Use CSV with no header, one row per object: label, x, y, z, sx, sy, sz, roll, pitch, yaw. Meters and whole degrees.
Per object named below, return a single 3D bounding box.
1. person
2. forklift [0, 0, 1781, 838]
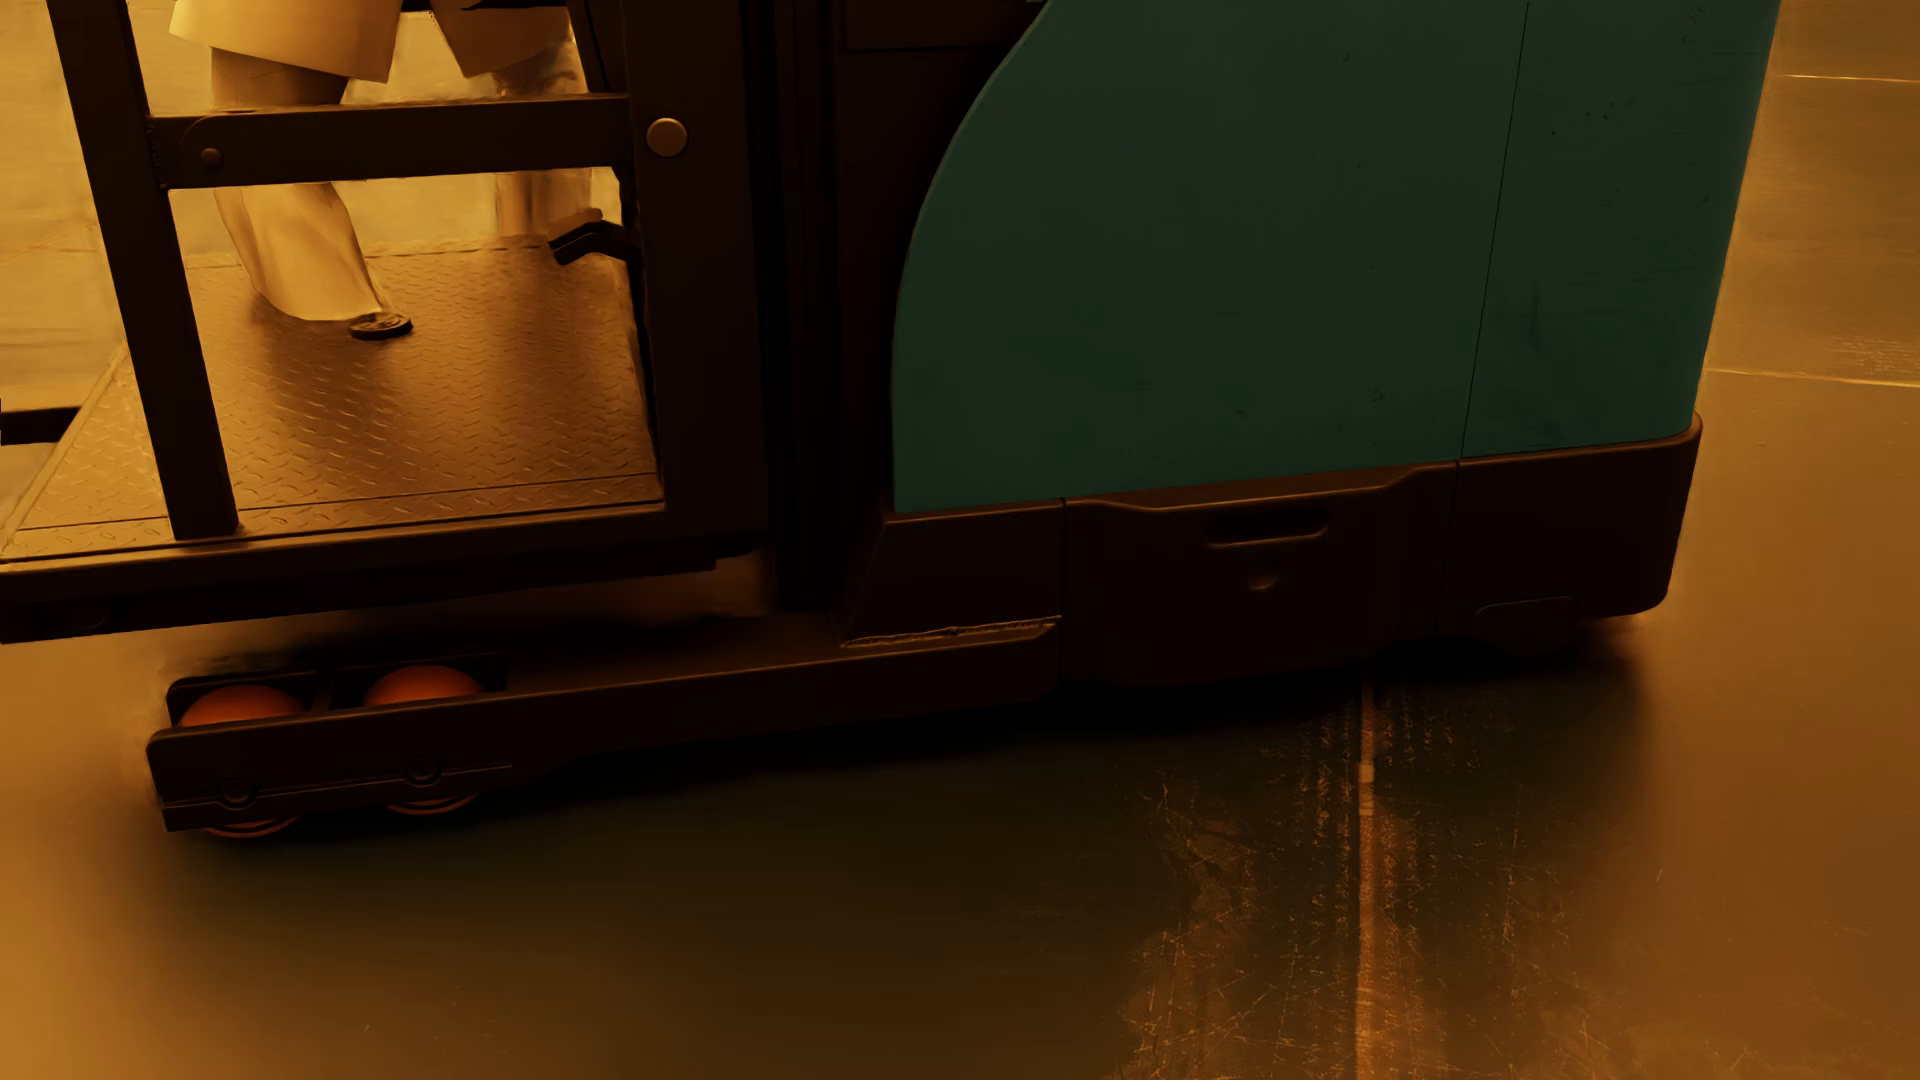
person,-0.770,-0.967,2.429,0.798,1.671,0.922,-15,31,-28
forklift,-0.627,-1.239,1.702,3.031,2.935,1.130,-6,27,-11
